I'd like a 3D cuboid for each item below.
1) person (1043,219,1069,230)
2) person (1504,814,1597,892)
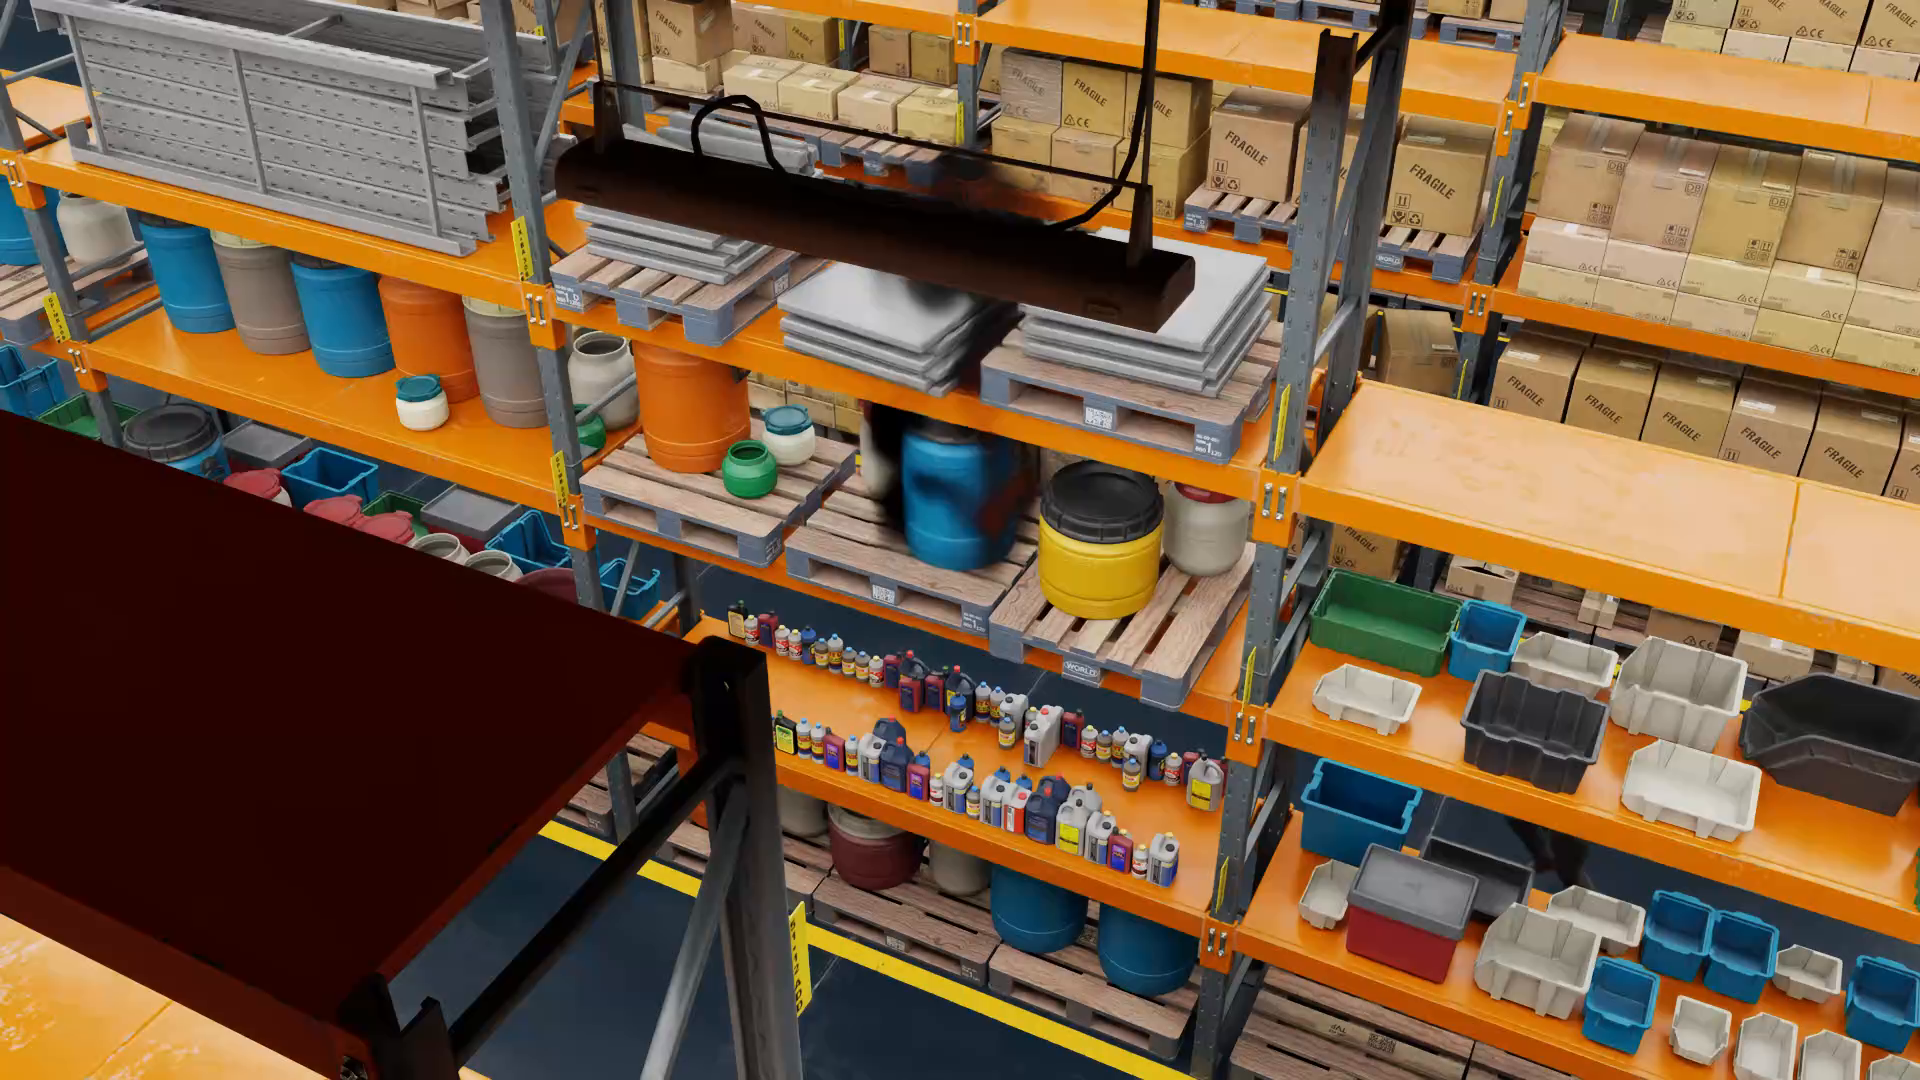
[{"bbox_3d":[1.017,-2.178,15.547,0.954,1.660,0.574,14,37,19],"label":"person"},{"bbox_3d":[3.664,1.672,10.030,0.774,1.608,0.518,18,39,24],"label":"person"}]
